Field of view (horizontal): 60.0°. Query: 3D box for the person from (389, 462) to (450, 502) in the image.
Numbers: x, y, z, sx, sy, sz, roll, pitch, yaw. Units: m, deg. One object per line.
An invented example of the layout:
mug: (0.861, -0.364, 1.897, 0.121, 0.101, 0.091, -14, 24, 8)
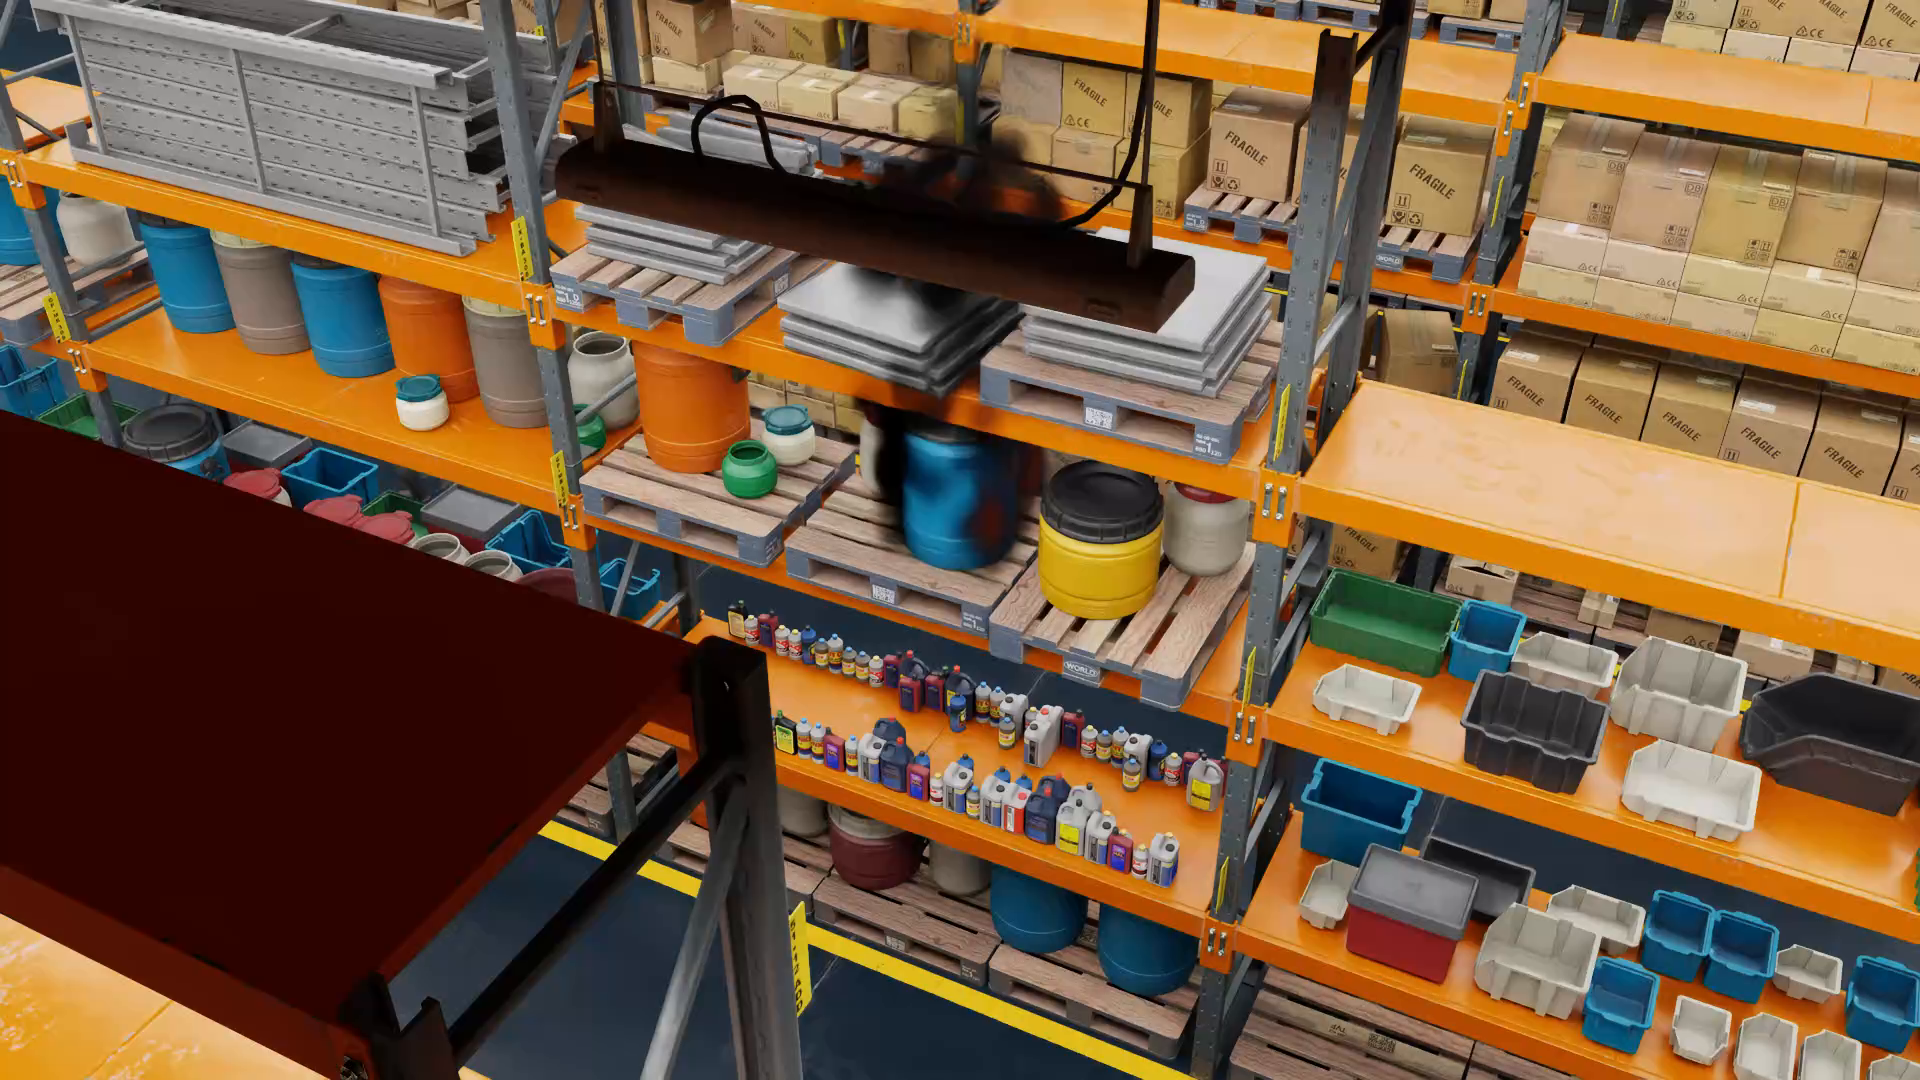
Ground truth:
person: (-4.597, -0.984, 13.877, 0.575, 1.608, 0.591, 9, 36, 13)
